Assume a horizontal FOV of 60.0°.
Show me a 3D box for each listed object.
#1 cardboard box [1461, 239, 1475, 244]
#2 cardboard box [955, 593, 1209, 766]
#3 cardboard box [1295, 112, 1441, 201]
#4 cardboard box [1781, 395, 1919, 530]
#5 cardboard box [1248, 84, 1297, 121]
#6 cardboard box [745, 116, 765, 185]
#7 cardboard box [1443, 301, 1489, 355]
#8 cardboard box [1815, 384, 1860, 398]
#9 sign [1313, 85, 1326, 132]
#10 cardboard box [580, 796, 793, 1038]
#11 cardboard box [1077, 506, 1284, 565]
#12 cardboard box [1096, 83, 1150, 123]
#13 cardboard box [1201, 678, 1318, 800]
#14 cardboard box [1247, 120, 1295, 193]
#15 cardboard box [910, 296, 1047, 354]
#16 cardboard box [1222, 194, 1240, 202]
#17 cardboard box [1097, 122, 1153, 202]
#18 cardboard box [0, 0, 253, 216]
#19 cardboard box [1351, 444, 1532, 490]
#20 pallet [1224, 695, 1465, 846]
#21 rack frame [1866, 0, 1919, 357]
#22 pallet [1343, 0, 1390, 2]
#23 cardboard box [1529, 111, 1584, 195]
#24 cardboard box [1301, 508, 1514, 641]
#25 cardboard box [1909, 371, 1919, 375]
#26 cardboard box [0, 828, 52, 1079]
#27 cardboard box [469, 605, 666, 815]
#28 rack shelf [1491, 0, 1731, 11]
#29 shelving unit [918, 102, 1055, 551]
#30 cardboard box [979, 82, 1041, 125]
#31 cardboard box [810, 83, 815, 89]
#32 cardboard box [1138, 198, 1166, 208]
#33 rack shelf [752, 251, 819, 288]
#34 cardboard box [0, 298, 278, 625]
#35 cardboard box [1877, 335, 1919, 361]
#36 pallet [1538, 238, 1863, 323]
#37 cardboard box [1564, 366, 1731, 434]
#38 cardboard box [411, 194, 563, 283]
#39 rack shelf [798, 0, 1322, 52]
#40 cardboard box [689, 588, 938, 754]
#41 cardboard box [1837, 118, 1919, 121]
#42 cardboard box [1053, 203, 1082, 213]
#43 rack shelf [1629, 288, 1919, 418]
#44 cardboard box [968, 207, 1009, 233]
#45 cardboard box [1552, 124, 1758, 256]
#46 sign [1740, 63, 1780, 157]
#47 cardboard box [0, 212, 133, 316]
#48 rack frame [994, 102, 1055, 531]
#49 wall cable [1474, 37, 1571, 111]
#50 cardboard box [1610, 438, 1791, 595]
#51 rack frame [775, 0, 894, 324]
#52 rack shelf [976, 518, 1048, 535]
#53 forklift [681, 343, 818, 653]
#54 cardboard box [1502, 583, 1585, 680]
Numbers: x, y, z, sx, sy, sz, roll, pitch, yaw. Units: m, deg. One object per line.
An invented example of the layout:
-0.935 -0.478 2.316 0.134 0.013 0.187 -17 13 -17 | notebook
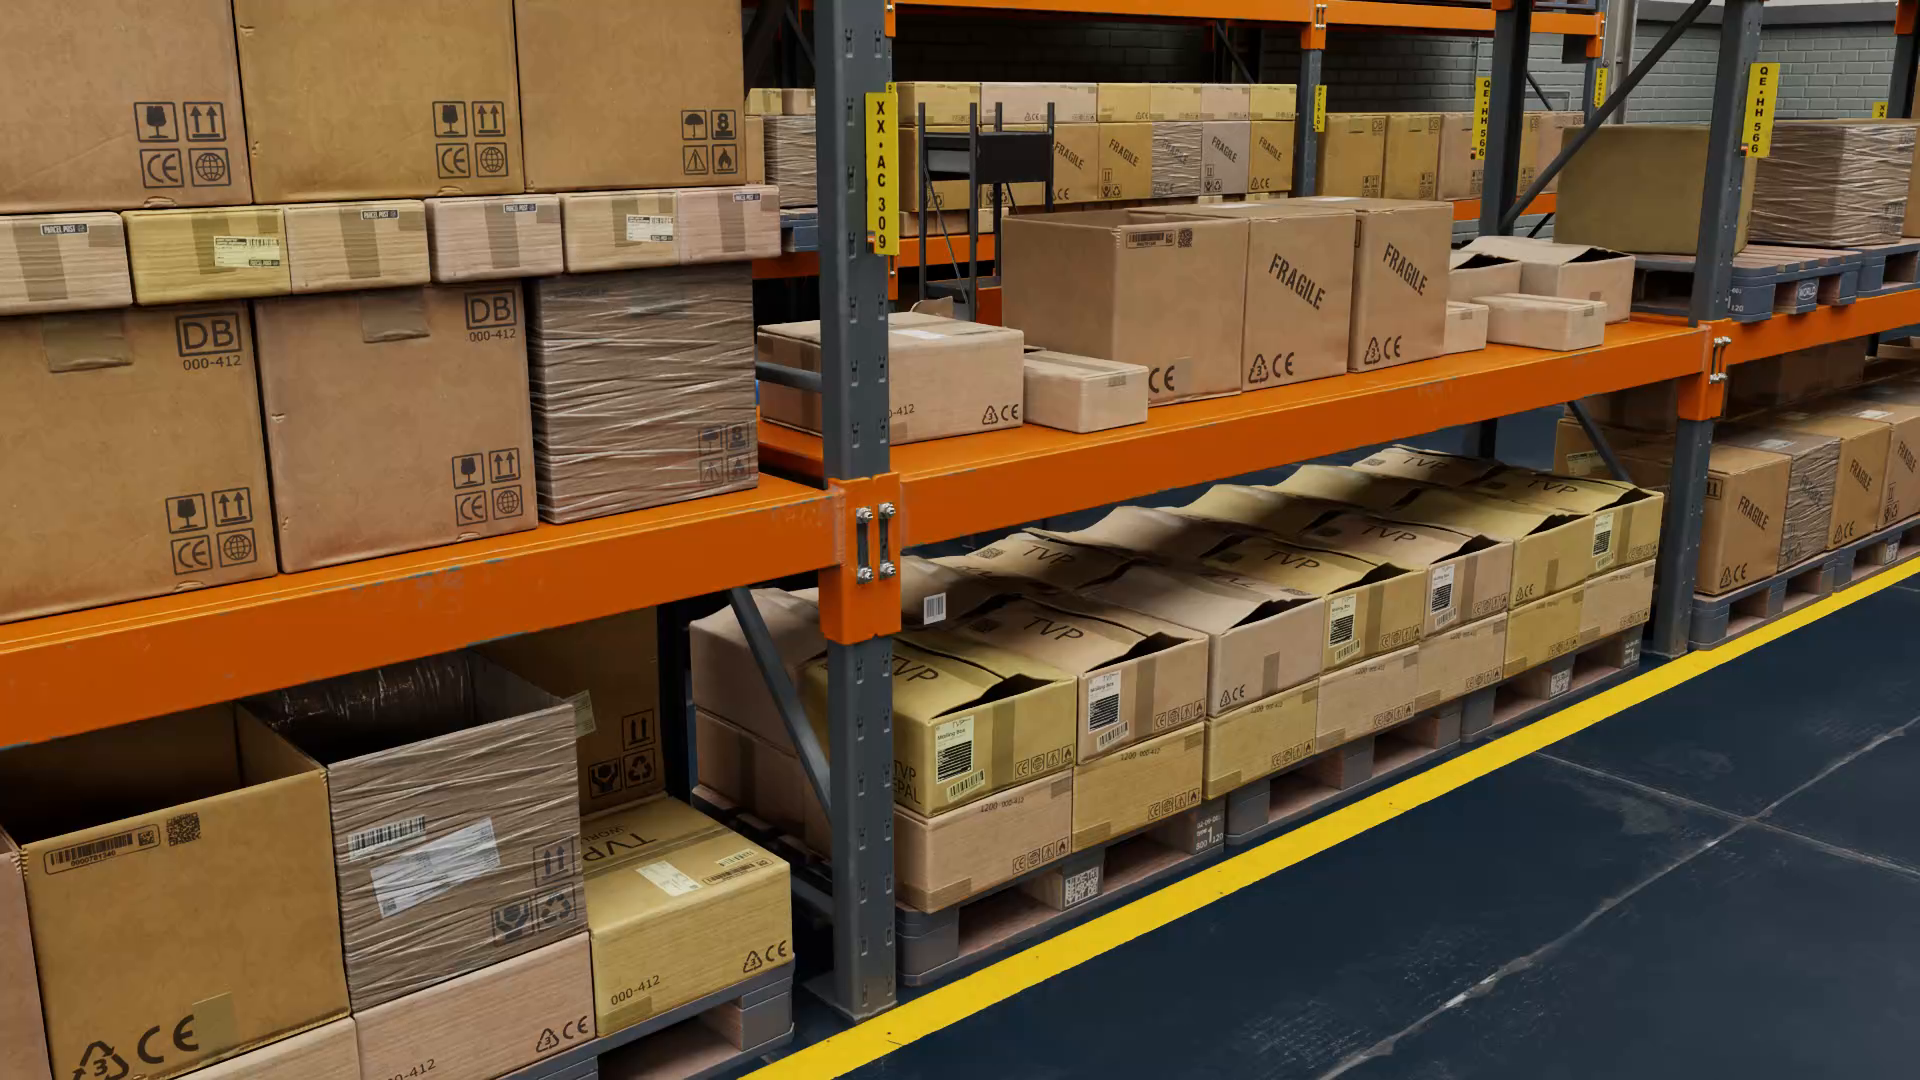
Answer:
4.773 -2.633 15.069 0.250 0.149 0.380 -12 19 -39 | cardboard box
0.331 0.343 4.580 0.500 0.311 0.500 -13 20 -40 | cardboard box
3.229 -3.081 13.392 0.700 0.700 0.980 -13 20 -41 | cardboard box
4.186 -0.373 7.826 0.500 0.500 0.500 -14 20 -41 | cardboard box
2.070 -3.160 12.006 0.500 0.250 0.500 -12 19 -38 | cardboard box
-1.515 -2.127 9.354 0.700 0.500 0.500 14 20 42 | cardboard box
1.567 -0.735 5.677 0.250 0.149 0.380 -11 18 -35 | cardboard box
4.207 -0.556 8.510 0.500 0.500 0.500 -12 19 -39 | cardboard box
2.618 -3.142 12.111 0.005 0.325 0.100 -13 19 -39 | sign
-0.732 0.841 3.805 0.500 0.250 0.500 -13 19 -39 | cardboard box
0.740 0.066 5.617 0.500 0.311 0.500 -13 20 -40 | cardboard box
0.910 -2.903 11.042 0.500 0.250 0.500 -13 20 -40 | cardboard box
0.717 0.525 4.988 0.500 0.250 0.500 -13 20 -41 | cardboard box
2.072 -2.800 12.109 0.500 0.500 0.500 -13 20 -40 | cardboard box
0.017 -0.526 4.667 0.258 0.266 0.396 -13 20 -41 | cardboard box
1.786 -2.419 11.940 0.250 0.149 0.380 -12 19 -38 | cardboard box
0.936 -2.542 11.146 0.500 0.500 0.500 -12 19 -38 | cardboard box
-1.615 -0.834 2.853 0.500 0.500 0.700 -13 20 -39 | cardboard box
1.904 -0.198 6.605 0.500 0.311 0.500 -12 19 -38 | cardboard box
0.925 0.601 5.591 1.213 0.211 1.003 -13 19 -39 | pallet
5.509 -1.761 9.032 0.127 3.000 1.000 -13 19 -39 | rack frame
2.879 -4.268 12.775 1.213 0.211 1.003 -13 19 -39 | pallet
4.894 -3.459 14.807 0.700 0.700 0.980 -12 19 -37 | cardboard box
1.488 0.082 5.559 0.500 0.311 0.500 -13 20 -40 | cardboard box
5.325 -0.627 8.776 0.500 0.500 0.500 -13 20 -40 | cardboard box
-1.859 0.734 2.752 0.500 0.500 0.500 -13 19 -39 | cardboard box
-1.081 0.375 4.096 0.500 0.500 0.500 -13 19 -39 | cardboard box
0.983 -1.847 4.932 4.000 0.370 1.077 -13 19 -39 | rack shelf
0.125 -1.042 8.084 0.503 2.100 0.431 -13 19 -39 | shelving unit
0.154 -2.729 10.394 0.500 0.250 0.500 -13 20 -40 | cardboard box
-0.591 -2.739 10.429 0.500 0.250 0.500 -12 19 -38 | cardboard box
1.198 -2.294 11.475 0.250 0.149 0.380 -13 20 -41 | cardboard box
-2.272 -1.361 8.927 4.000 0.370 1.077 -13 19 -39 | rack shelf
-1.631 -0.203 3.004 0.500 0.500 0.700 -12 19 -39 | cardboard box
5.753 -0.918 9.865 0.500 0.500 0.500 -13 19 -39 | cardboard box
2.957 -1.120 7.001 1.003 0.211 1.213 -13 19 -39 | pallet
3.083 -0.665 7.467 0.500 0.250 0.500 -12 19 -37 | cardboard box
-0.974 -0.594 3.209 0.250 0.149 0.380 -13 20 -41 | cardboard box
0.746 -3.488 11.077 4.000 0.370 1.077 -13 19 -39 | rack shelf
-0.408 0.324 4.652 0.500 0.311 0.500 -13 19 -39 | cardboard box
5.005 -1.976 8.827 0.700 0.500 0.500 8 17 28 | cardboard box
0.590 -2.170 11.009 0.250 0.149 0.380 -12 19 -39 | cardboard box
4.001 -1.075 7.856 4.000 0.370 1.077 -13 19 -39 | rack shelf
0.089 -2.016 10.433 0.250 0.149 0.380 -12 19 -38 | cardboard box
2.893 -1.464 6.909 0.700 0.500 0.500 8 17 28 | cardboard box
2.859 -1.536 5.943 0.005 0.325 0.100 -13 19 -39 | sign
-1.549 -0.465 2.729 0.250 0.149 0.380 -12 19 -38 | cardboard box
0.309 -1.084 8.239 0.015 2.100 0.400 -13 19 -39 | rack frame
5.617 -4.295 16.547 1.851 1.984 0.084 -13 19 -39 | wall cable
3.023 -0.110 6.841 0.500 0.500 0.500 -12 19 -37 | cardboard box
-0.763 -2.047 10.103 0.127 3.000 1.000 -13 19 -39 | rack frame
0.125 -0.353 8.268 0.480 0.518 0.431 -13 19 -39 | rack shelf
-1.782 -0.925 6.034 1.130 2.935 3.031 14 20 41 | forklift
1.869 0.266 5.954 0.500 0.250 0.500 -13 20 -40 | cardboard box
